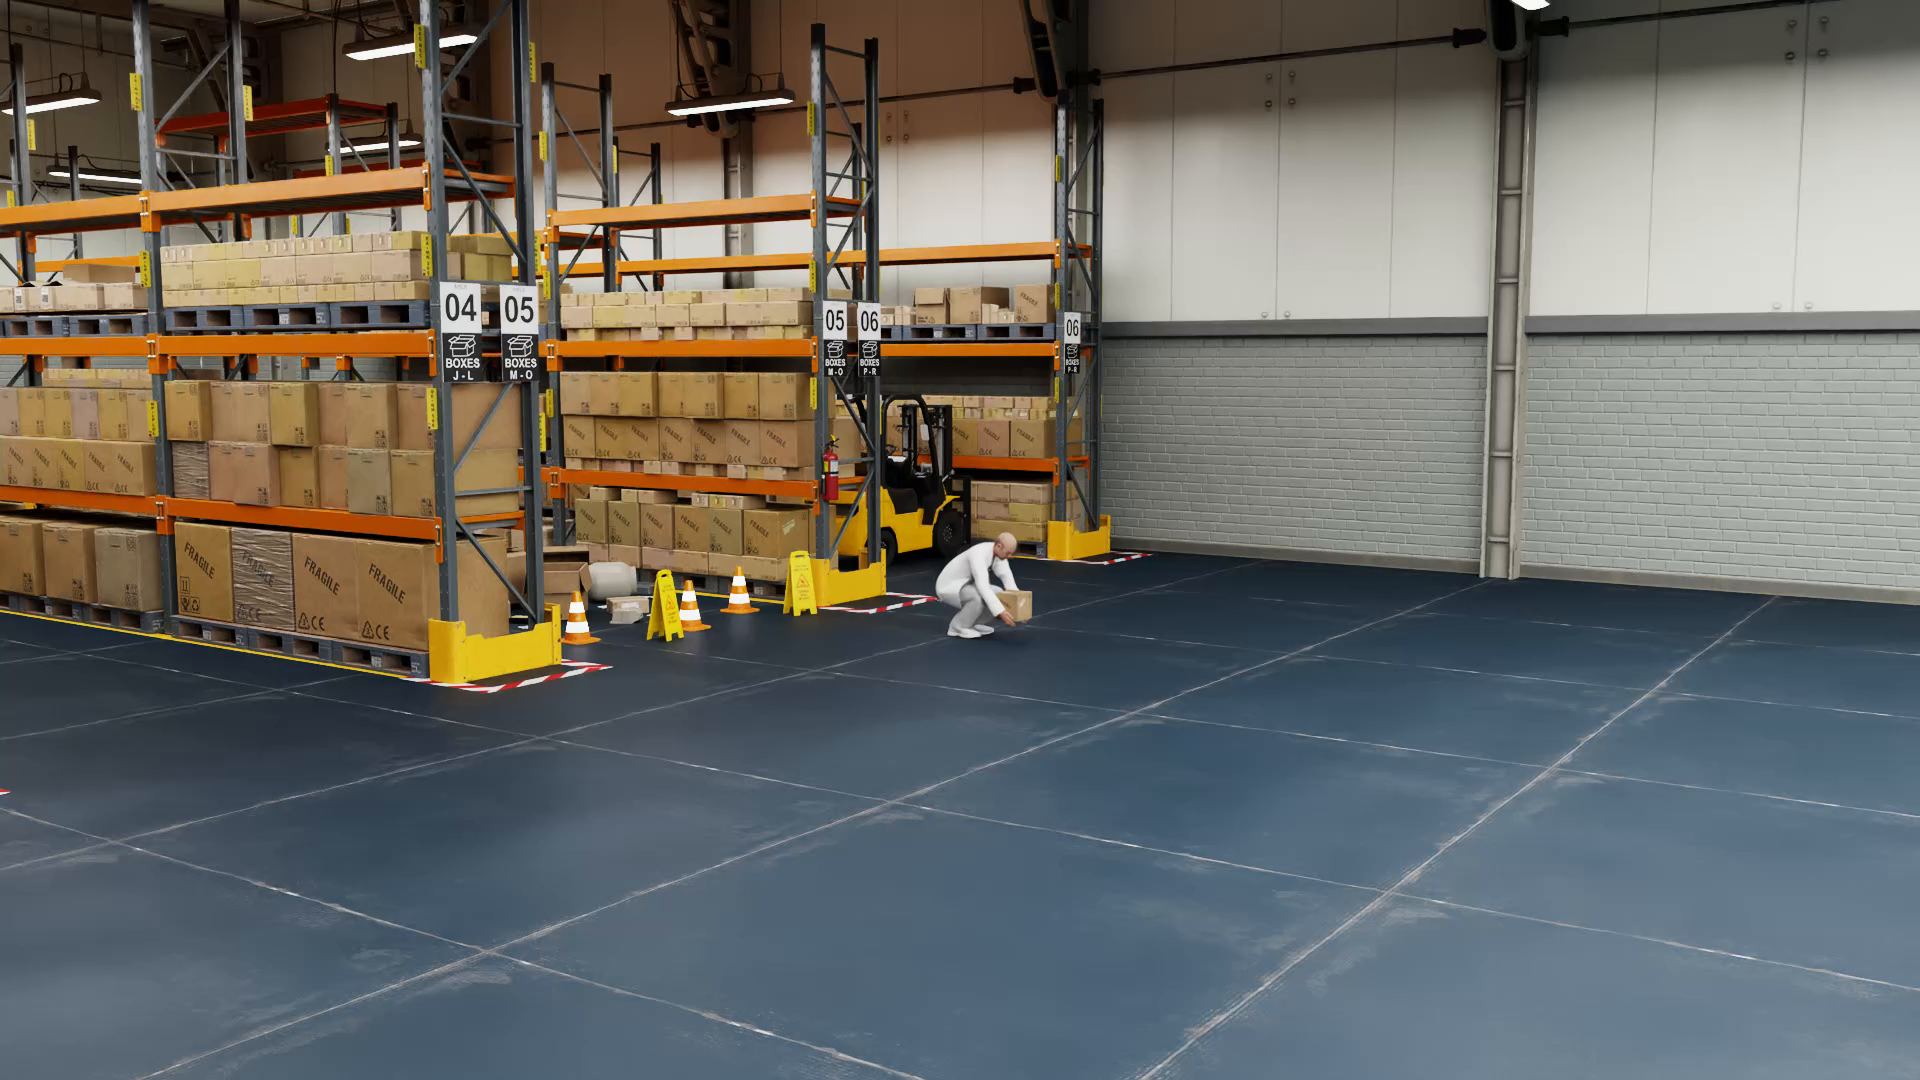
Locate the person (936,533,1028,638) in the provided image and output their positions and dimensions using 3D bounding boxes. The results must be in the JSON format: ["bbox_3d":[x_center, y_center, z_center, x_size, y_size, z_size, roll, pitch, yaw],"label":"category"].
[{"bbox_3d":[0.199,0.467,15.589,0.909,0.891,0.604,4,7,34],"label":"person"}]
